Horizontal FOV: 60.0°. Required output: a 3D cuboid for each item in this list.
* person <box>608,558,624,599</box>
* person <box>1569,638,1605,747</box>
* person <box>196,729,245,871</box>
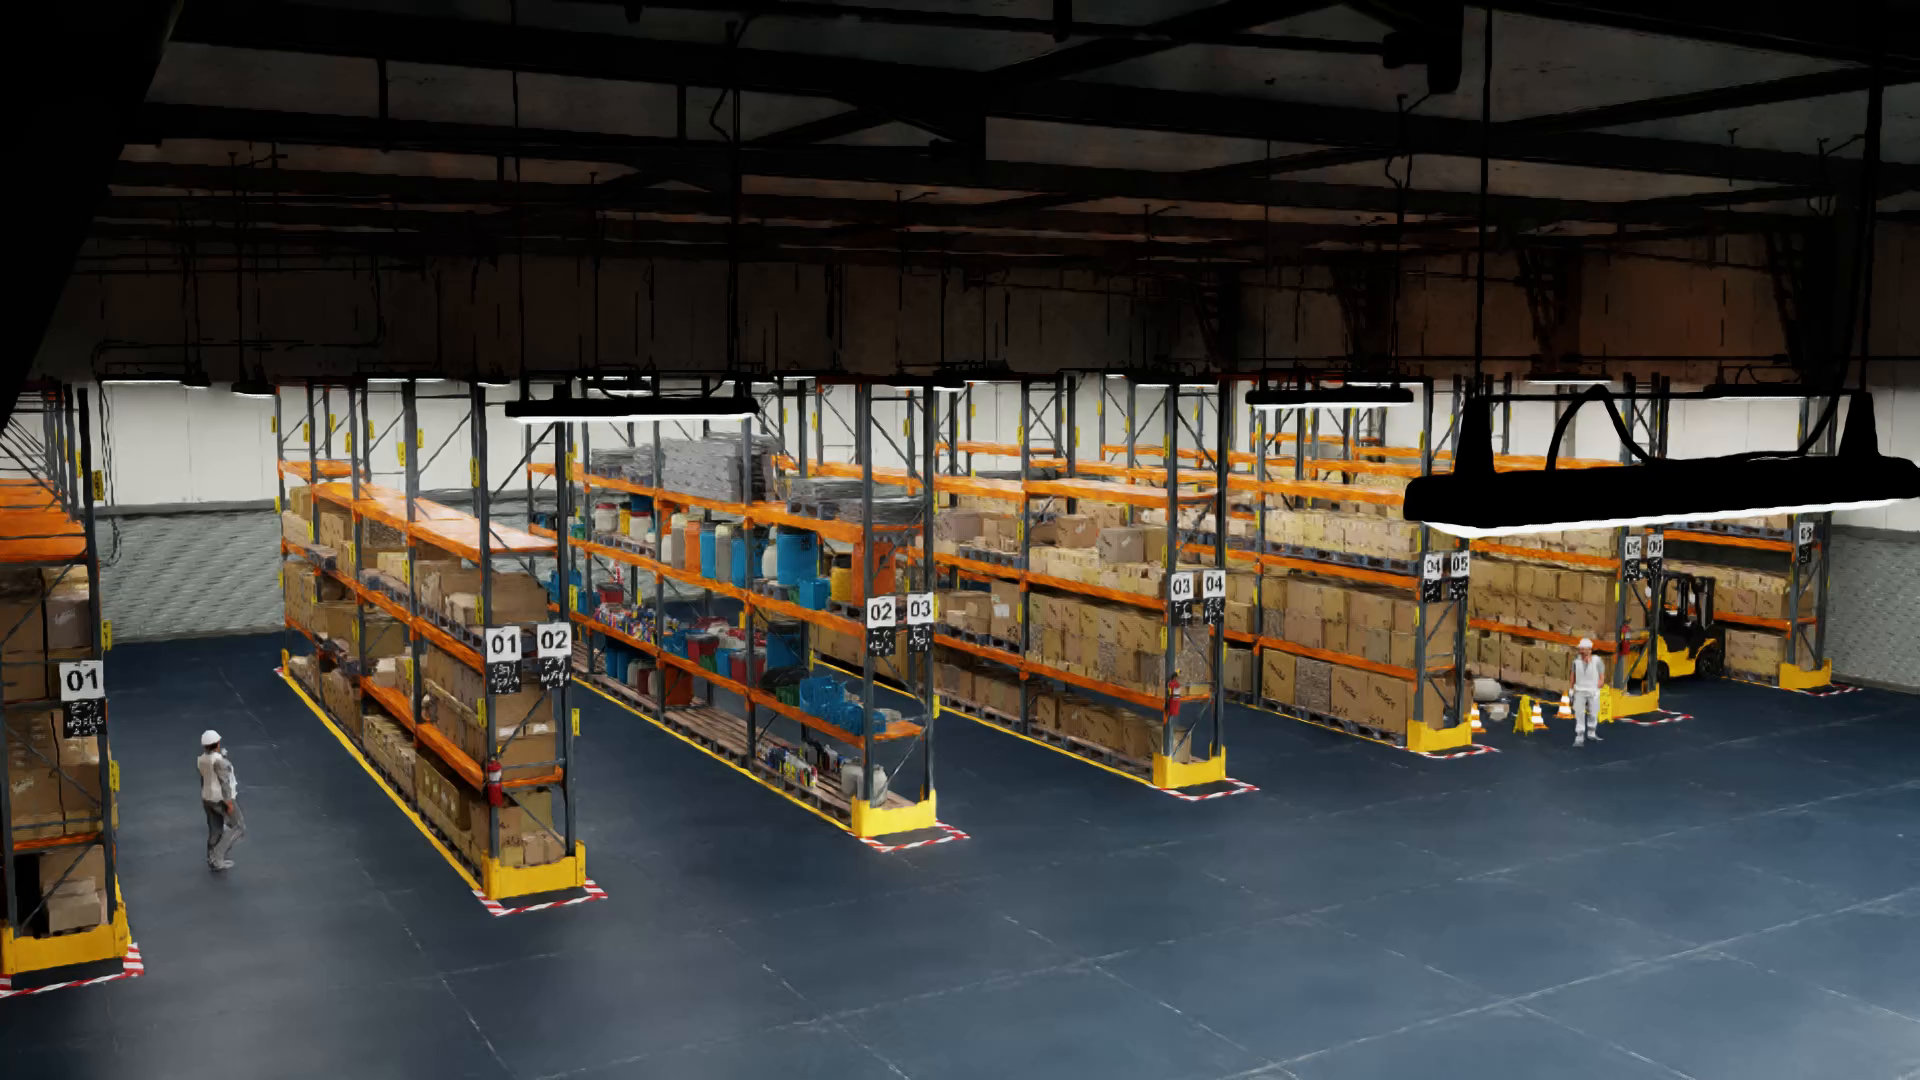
[{"bbox_3d":[-8.252,1.127,39.517,0.487,1.787,0.705,1,6,13],"label":"person"},{"bbox_3d":[10.246,2.481,27.190,0.557,1.784,0.712,3,7,27],"label":"person"},{"bbox_3d":[-9.163,3.208,20.520,0.569,1.769,0.444,4,7,32],"label":"person"}]
